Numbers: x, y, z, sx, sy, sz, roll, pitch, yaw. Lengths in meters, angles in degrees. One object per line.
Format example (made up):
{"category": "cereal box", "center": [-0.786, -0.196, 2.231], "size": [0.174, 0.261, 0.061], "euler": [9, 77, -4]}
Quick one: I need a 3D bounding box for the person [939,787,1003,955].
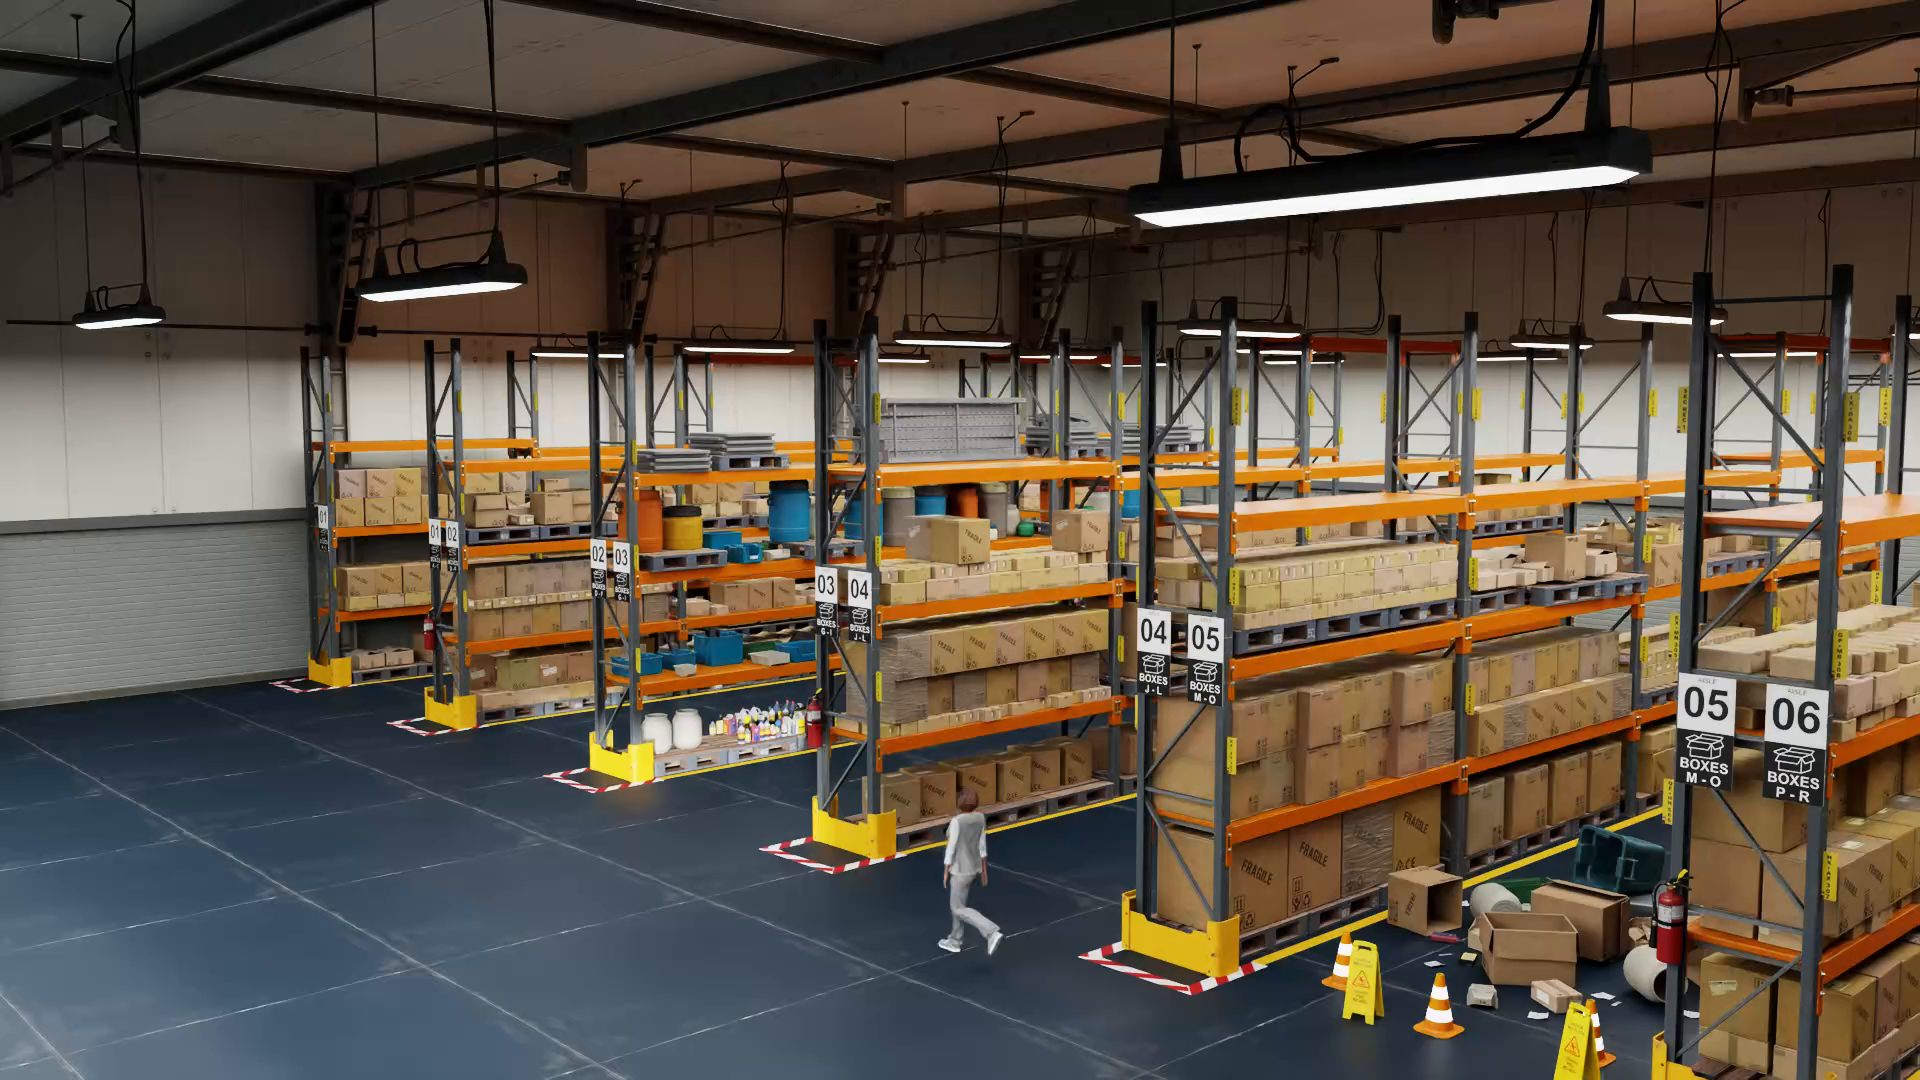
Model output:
{"category": "person", "center": [0.082, 3.039, 15.196], "size": [0.760, 1.576, 0.406], "euler": [2, 6, 26]}

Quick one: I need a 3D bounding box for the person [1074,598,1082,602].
{"category": "person", "center": [2.306, 1.519, 31.275], "size": [0.420, 1.782, 0.548], "euler": [1, 5, 16]}

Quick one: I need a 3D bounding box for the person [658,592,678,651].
{"category": "person", "center": [-5.374, 1.664, 30.572], "size": [0.550, 1.778, 0.452], "euler": [-1, 5, -10]}
